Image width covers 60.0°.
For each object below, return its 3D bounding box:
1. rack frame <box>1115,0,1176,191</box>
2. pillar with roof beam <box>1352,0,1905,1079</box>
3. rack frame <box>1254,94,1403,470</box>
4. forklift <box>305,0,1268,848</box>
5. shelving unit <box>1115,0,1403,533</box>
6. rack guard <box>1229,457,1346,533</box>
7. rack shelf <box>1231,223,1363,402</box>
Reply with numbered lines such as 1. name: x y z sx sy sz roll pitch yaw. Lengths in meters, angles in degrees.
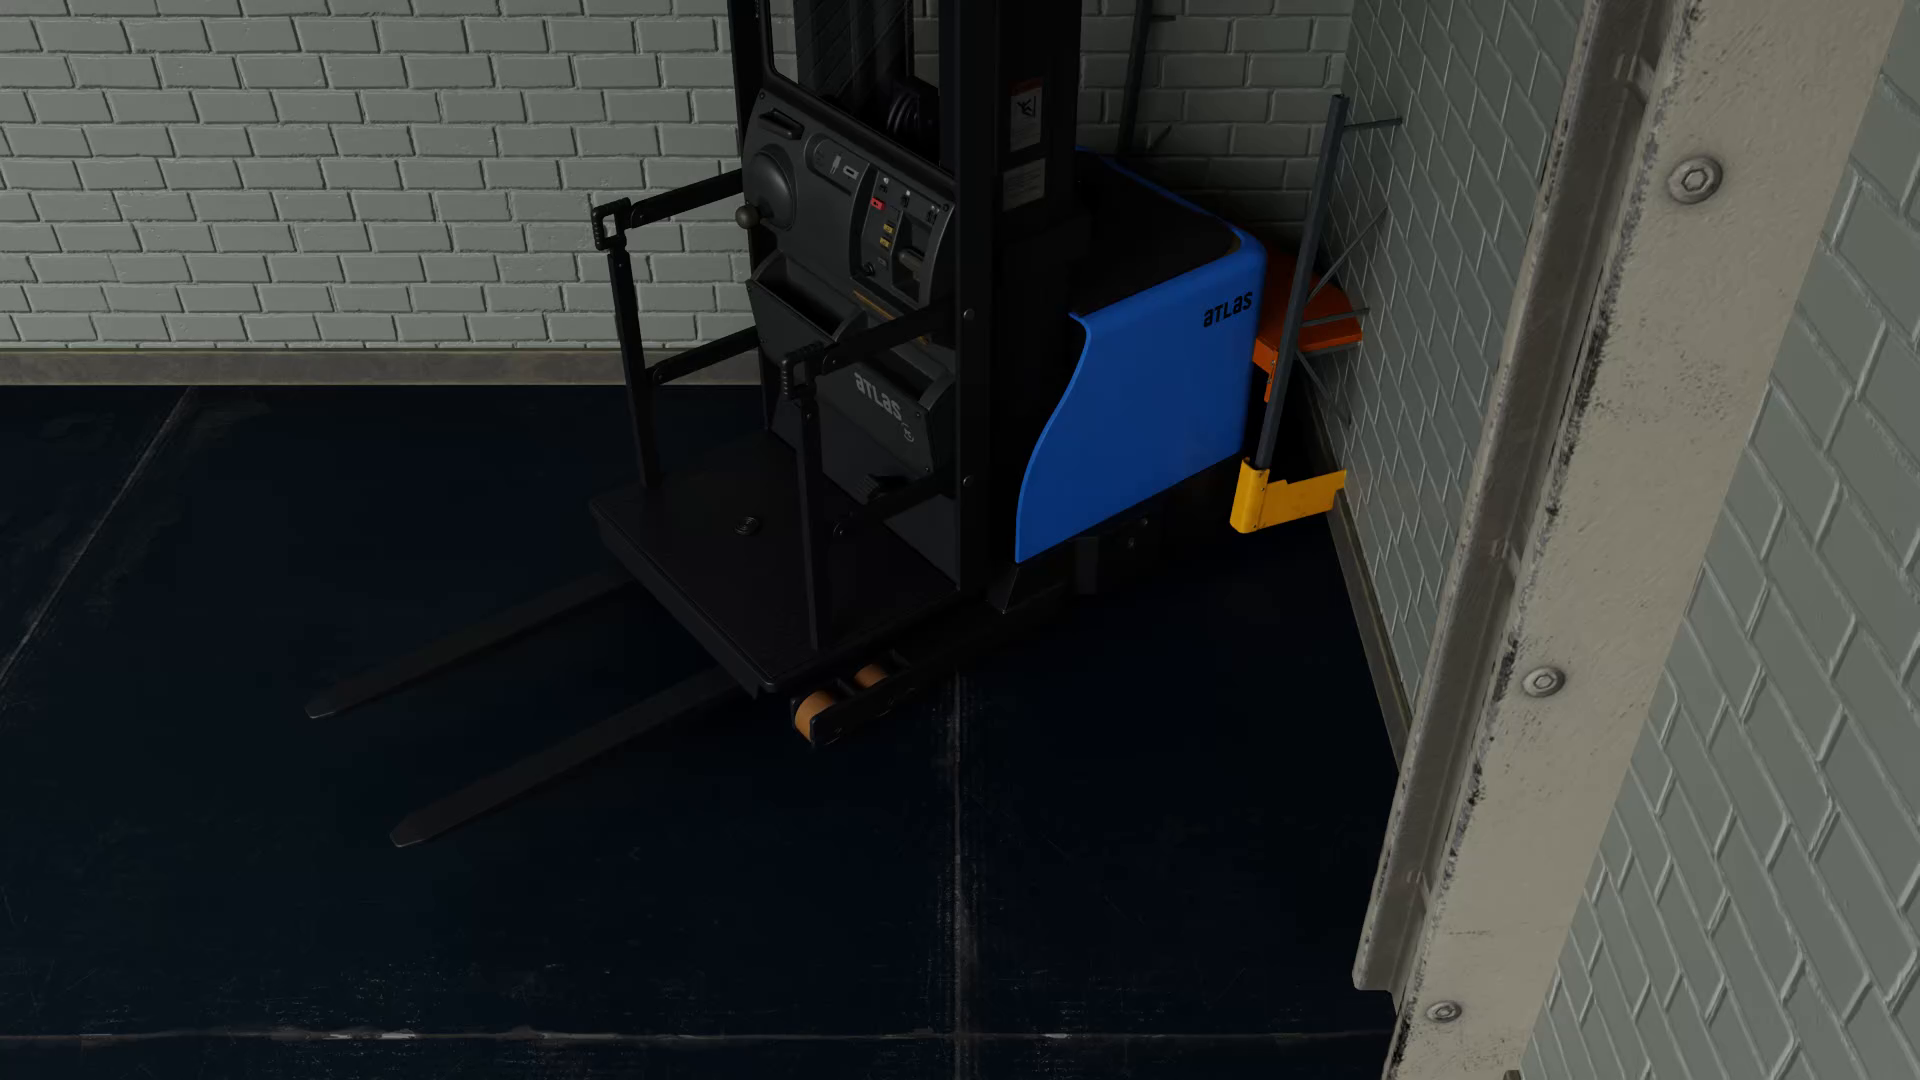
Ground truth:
1. rack frame: 0.759 -1.260 6.033 0.500 1.500 0.032 -14 39 -25
2. pillar with roof beam: -3.128 -2.259 1.372 9.100 9.000 0.400 0 39 0
3. rack frame: 1.242 -0.717 5.322 0.500 1.500 0.032 -14 39 -25
4. forklift: -0.491 -0.905 4.535 3.031 2.935 1.130 -26 45 -29
5. shelving unit: 1.005 -0.984 5.671 0.587 1.500 1.083 -14 39 -25
6. rack guard: 1.194 -0.207 5.680 0.587 0.250 0.087 -14 39 -25
7. rack shelf: 0.987 -0.842 5.780 0.538 0.185 1.000 -14 39 -25
